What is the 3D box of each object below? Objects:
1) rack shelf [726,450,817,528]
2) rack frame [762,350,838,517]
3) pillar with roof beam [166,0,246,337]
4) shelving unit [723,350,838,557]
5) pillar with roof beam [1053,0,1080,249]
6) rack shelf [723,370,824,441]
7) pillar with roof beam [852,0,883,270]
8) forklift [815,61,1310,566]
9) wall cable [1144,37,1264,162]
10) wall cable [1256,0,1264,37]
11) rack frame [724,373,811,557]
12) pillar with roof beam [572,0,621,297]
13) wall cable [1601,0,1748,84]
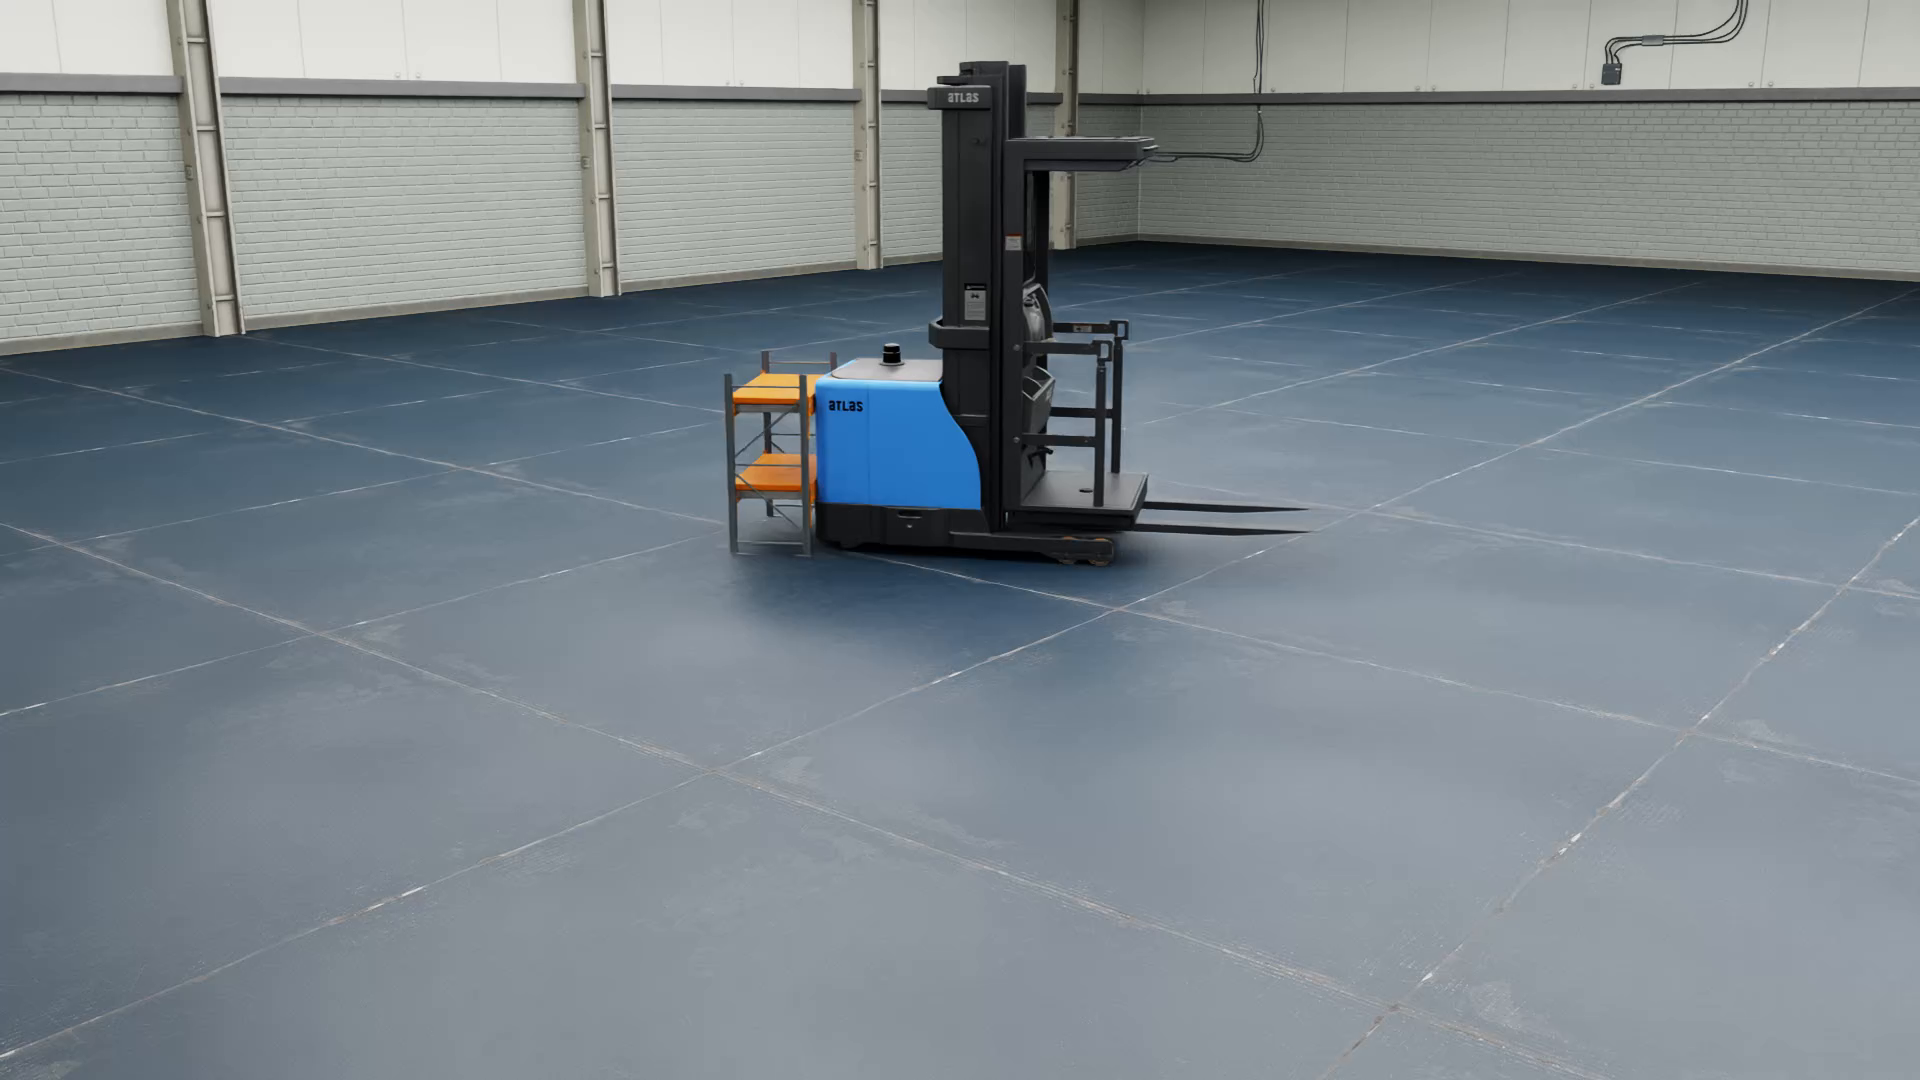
[{"bbox_3d":[-1.113,-0.339,10.665,0.538,0.278,1.000,2,14,6],"label":"rack shelf"},{"bbox_3d":[-1.058,-0.700,11.095,0.500,1.125,0.032,2,14,6],"label":"rack frame"},{"bbox_3d":[-5.814,-6.259,16.983,9.100,9.000,0.400,11,18,38],"label":"pillar with roof beam"},{"bbox_3d":[-1.113,-0.576,10.605,0.538,1.125,1.048,2,14,6],"label":"shelving unit"},{"bbox_3d":[5.499,-9.706,30.553,9.100,9.000,0.400,11,18,38],"label":"pillar with roof beam"},{"bbox_3d":[-1.113,-0.859,10.533,0.538,0.278,1.000,2,14,6],"label":"rack shelf"},{"bbox_3d":[1.728,-8.557,26.029,9.100,9.000,0.400,11,18,38],"label":"pillar with roof beam"},{"bbox_3d":[0.665,-1.407,10.209,3.031,2.935,1.130,3,15,11],"label":"forklift"},{"bbox_3d":[5.031,-9.227,34.973,3.097,2.526,0.112,11,18,38],"label":"wall cable"},{"bbox_3d":[7.135,-11.256,32.703,3.097,2.526,0.112,11,18,38],"label":"wall cable"},{"bbox_3d":[-1.168,-0.451,10.115,0.500,1.125,0.032,2,14,6],"label":"rack frame"},{"bbox_3d":[-2.043,-7.408,21.506,9.100,9.000,0.400,11,18,38],"label":"pillar with roof beam"},{"bbox_3d":[12.405,-10.908,28.377,2.305,6.003,0.169,11,18,38],"label":"wall cable"}]
